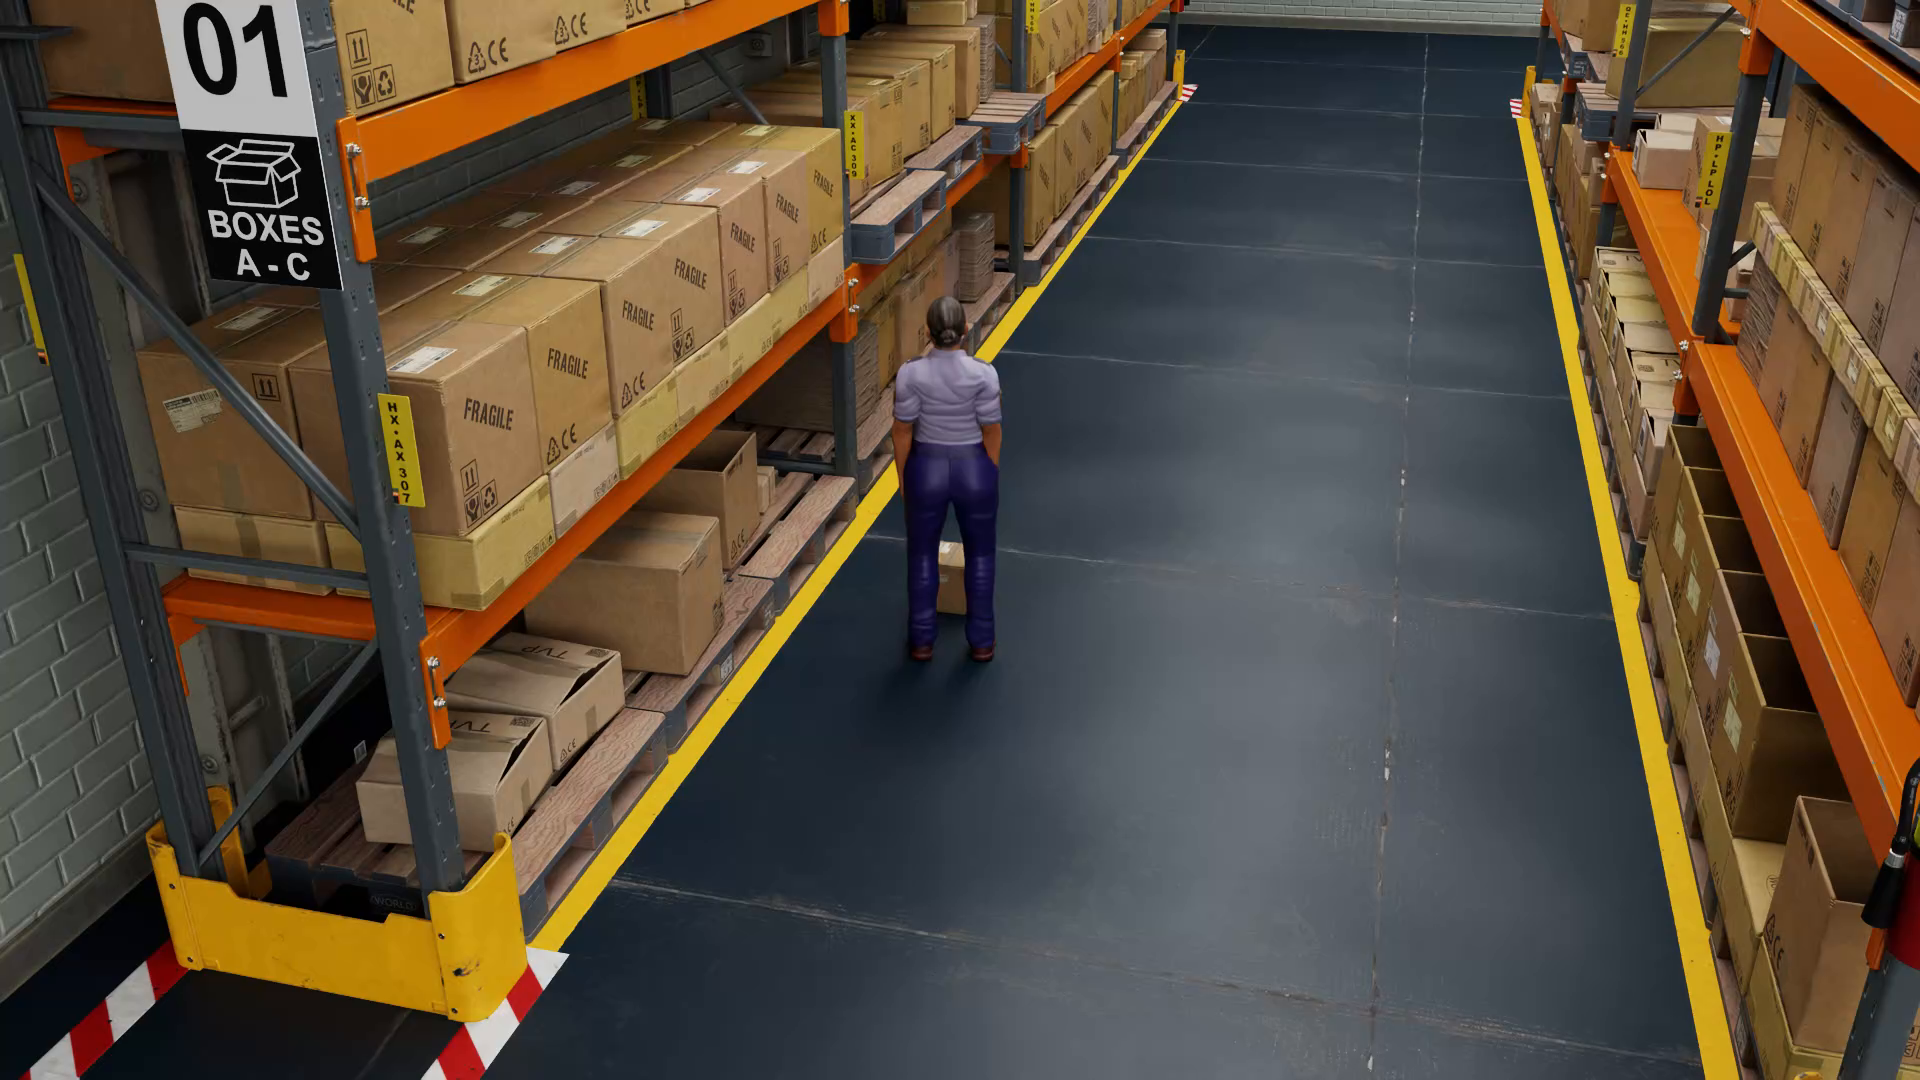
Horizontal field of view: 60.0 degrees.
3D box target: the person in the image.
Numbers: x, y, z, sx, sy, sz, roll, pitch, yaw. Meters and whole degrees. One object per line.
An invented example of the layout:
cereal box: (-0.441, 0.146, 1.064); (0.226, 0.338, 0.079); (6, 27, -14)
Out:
person: (-0.056, -0.291, 7.161); (0.468, 1.574, 0.343); (1, 25, 2)
